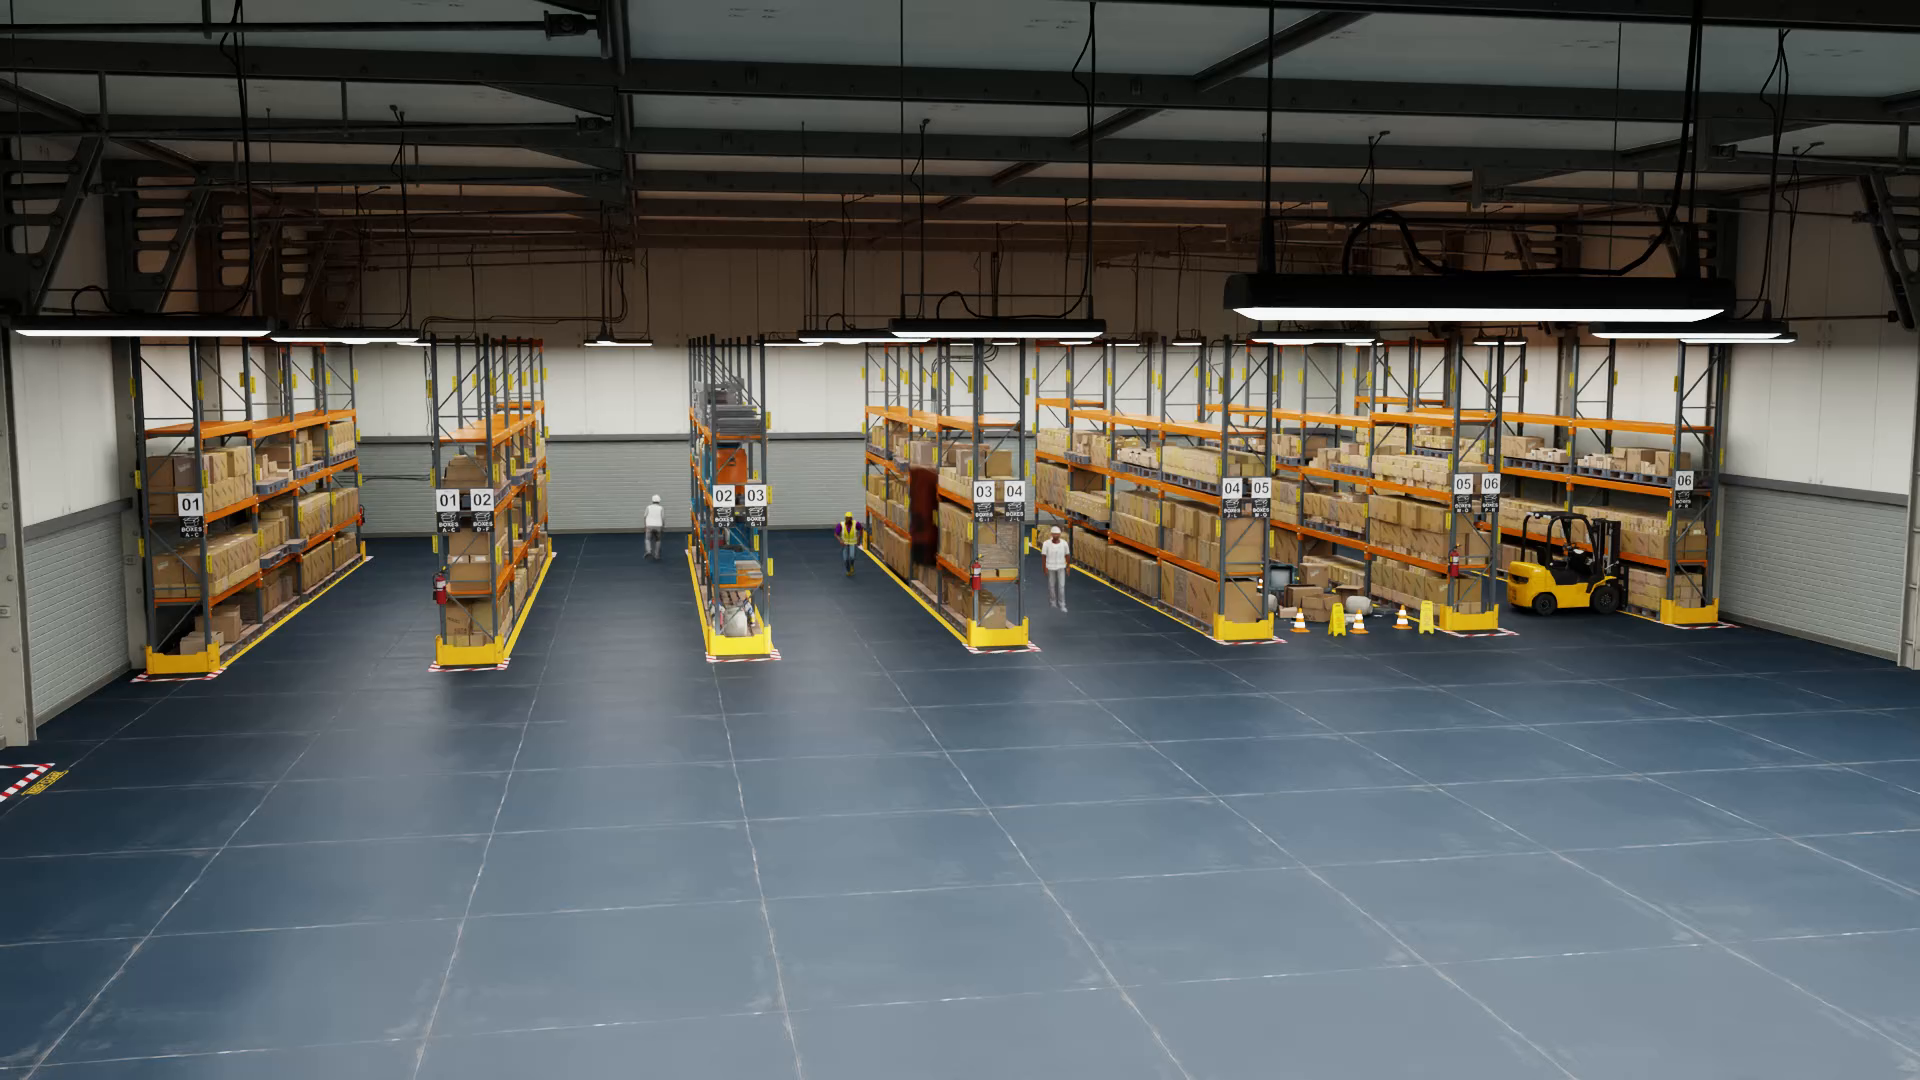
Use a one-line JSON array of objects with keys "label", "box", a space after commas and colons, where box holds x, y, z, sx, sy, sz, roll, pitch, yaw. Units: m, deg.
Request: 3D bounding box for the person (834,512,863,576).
[{"label": "person", "box": [-2.802, 0.097, 41.939, 0.712, 1.661, 0.715, 0, 7, -1]}]

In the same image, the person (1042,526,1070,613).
[{"label": "person", "box": [1.991, 0.589, 34.521, 0.600, 1.737, 0.874, 0, 7, 4]}]

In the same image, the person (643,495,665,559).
[{"label": "person", "box": [-8.364, -0.348, 45.477, 0.602, 1.748, 0.646, 0, 7, -4]}]

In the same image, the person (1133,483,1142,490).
[{"label": "person", "box": [5.552, -1.046, 51.834, 1.035, 1.674, 0.546, 4, 8, 34]}]
